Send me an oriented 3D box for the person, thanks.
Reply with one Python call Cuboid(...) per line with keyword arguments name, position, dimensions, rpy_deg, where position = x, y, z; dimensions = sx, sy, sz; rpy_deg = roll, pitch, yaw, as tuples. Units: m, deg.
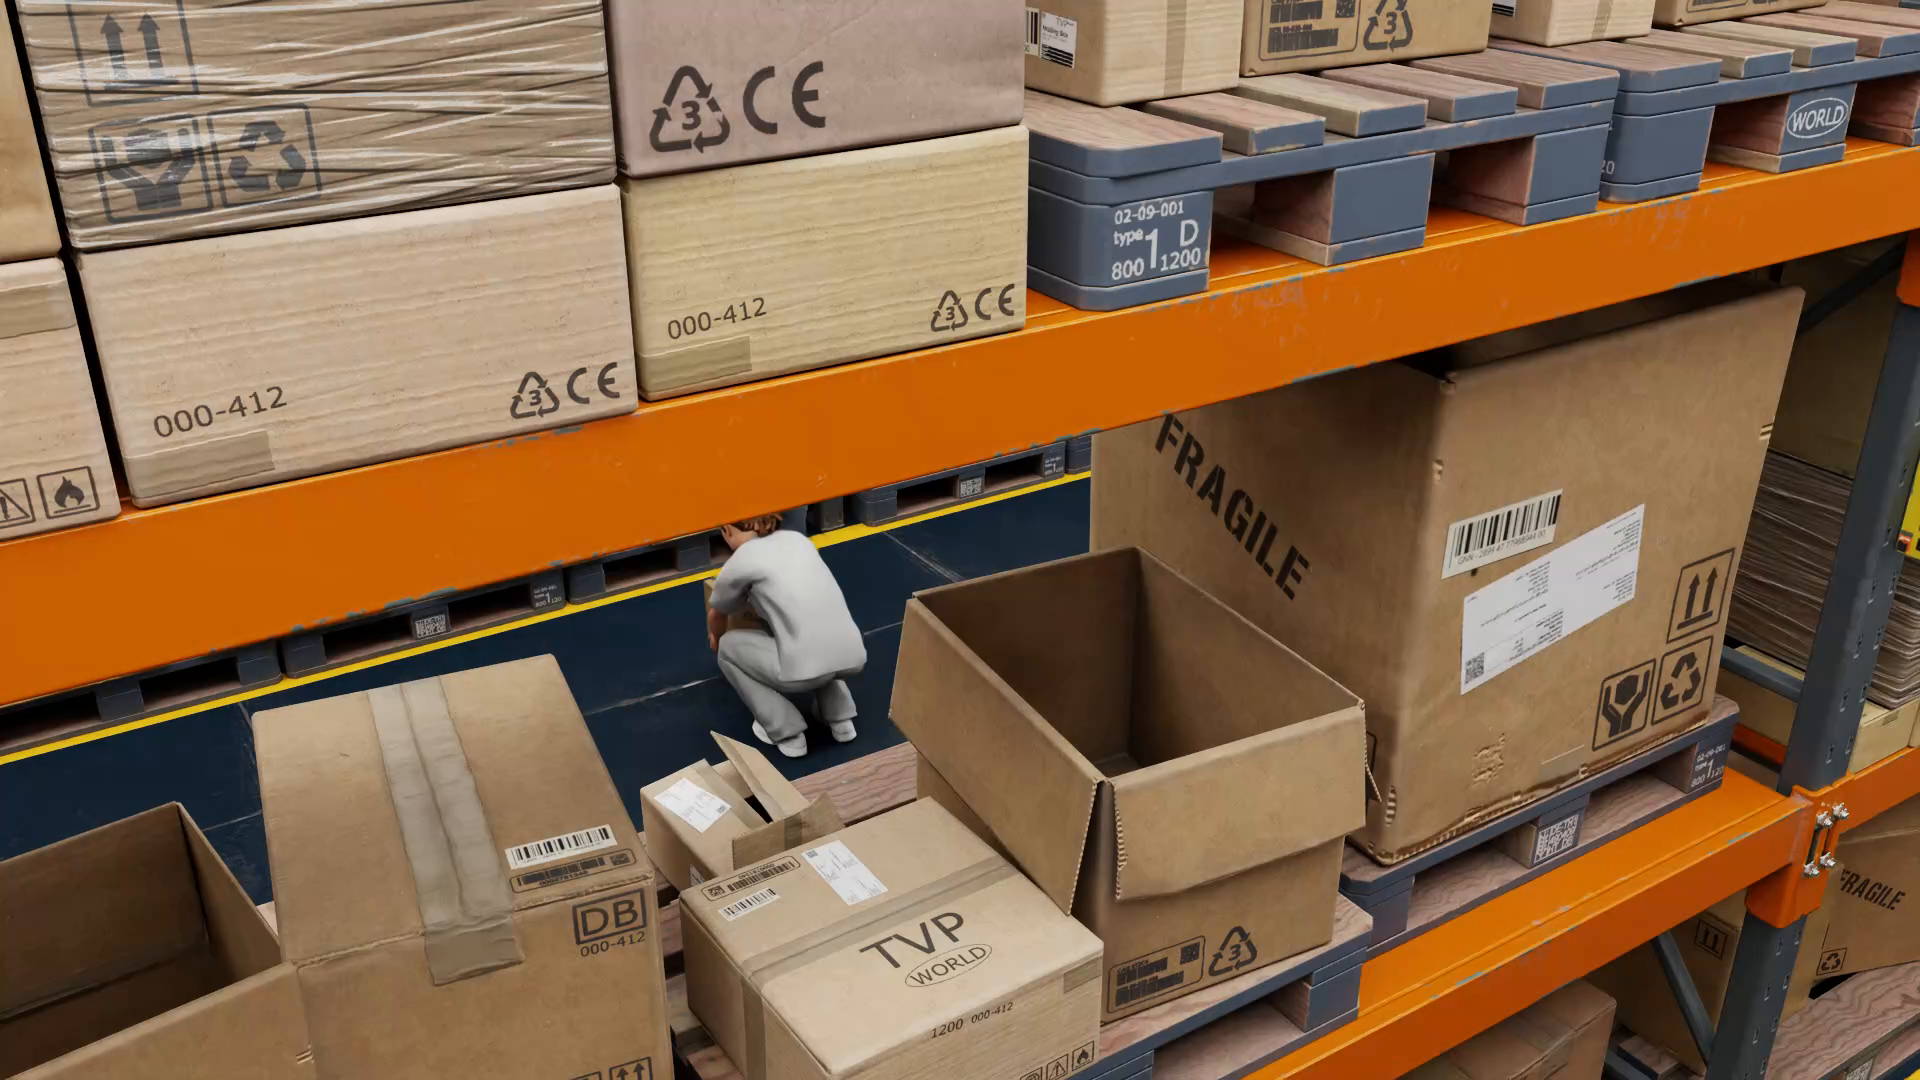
Cuboid(name="person", position=(-0.684, 0.292, 6.379), dimensions=(0.484, 0.926, 0.811), rpy_deg=(-15, 29, -29))
